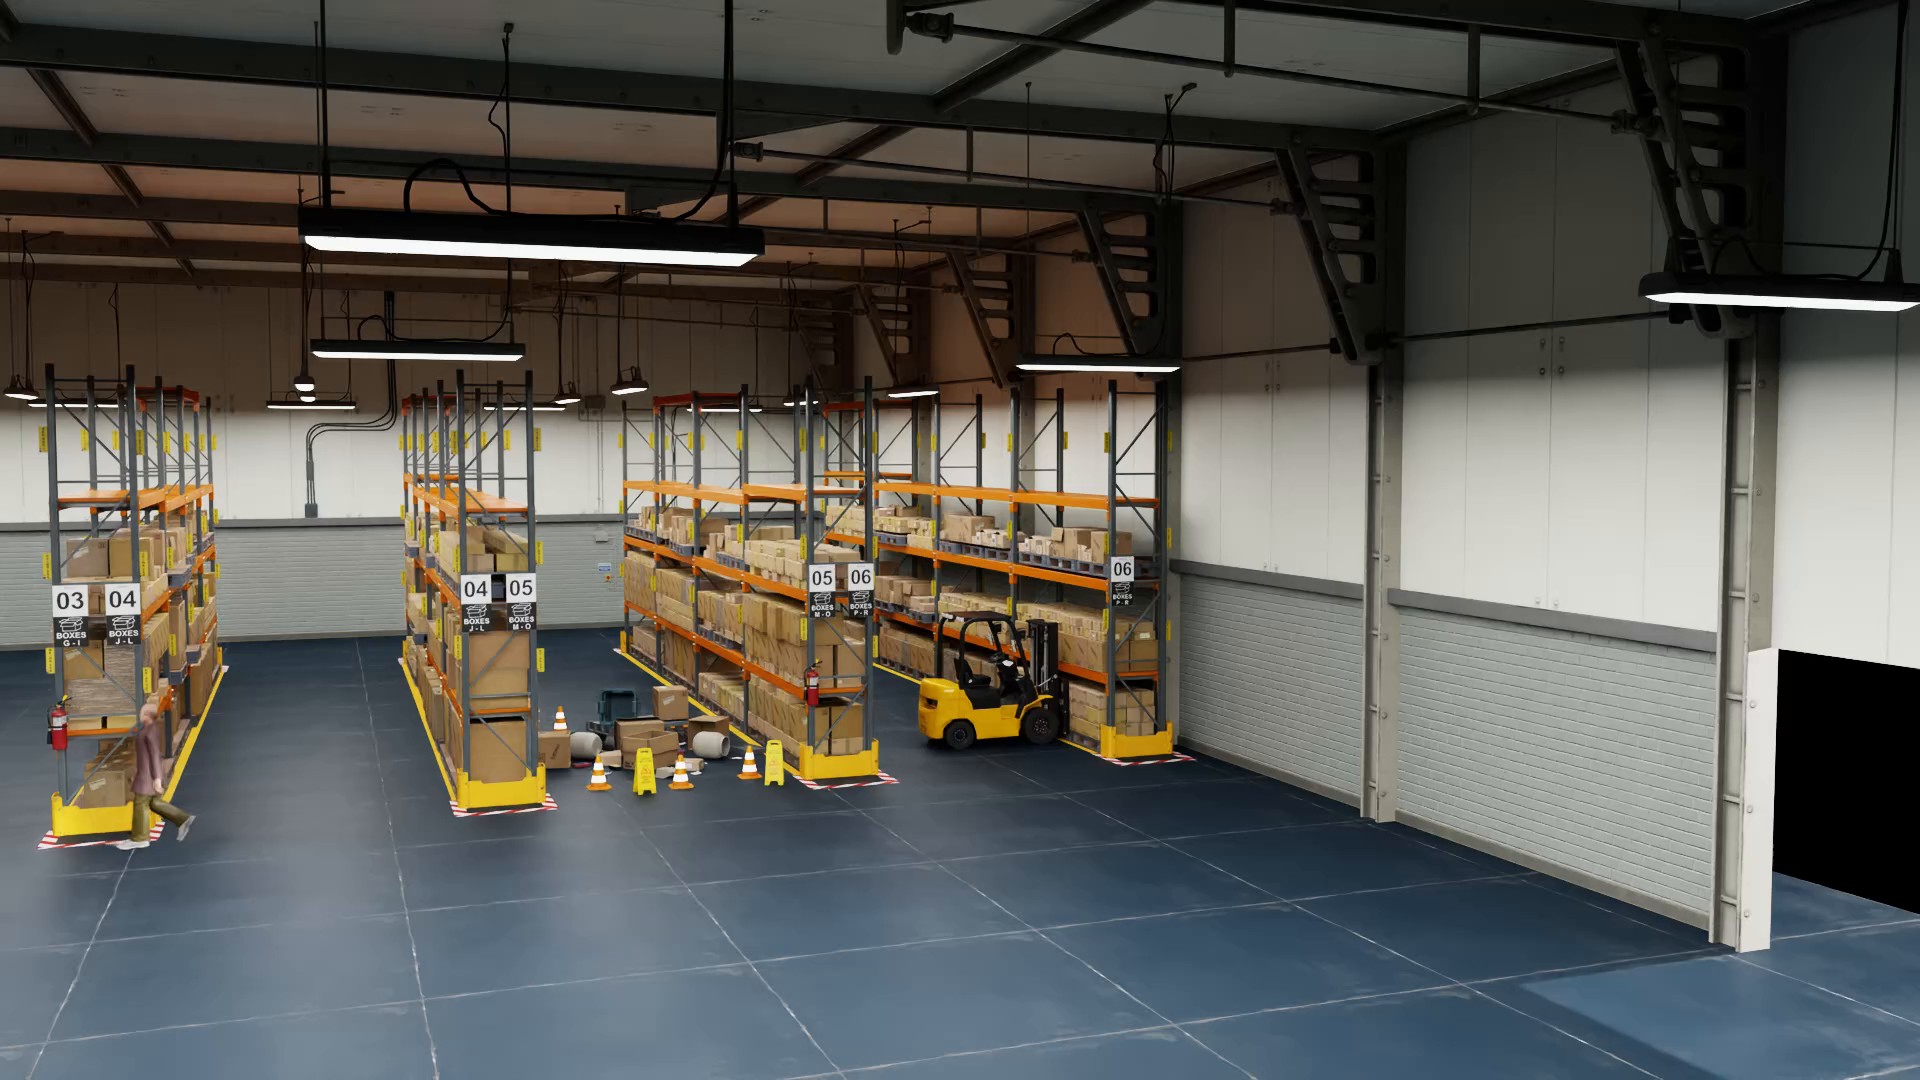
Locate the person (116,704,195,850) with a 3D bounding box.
[{"bbox_3d":[-10.018,2.925,20.682,0.868,1.787,0.585,-1,4,-22],"label":"person"}]
